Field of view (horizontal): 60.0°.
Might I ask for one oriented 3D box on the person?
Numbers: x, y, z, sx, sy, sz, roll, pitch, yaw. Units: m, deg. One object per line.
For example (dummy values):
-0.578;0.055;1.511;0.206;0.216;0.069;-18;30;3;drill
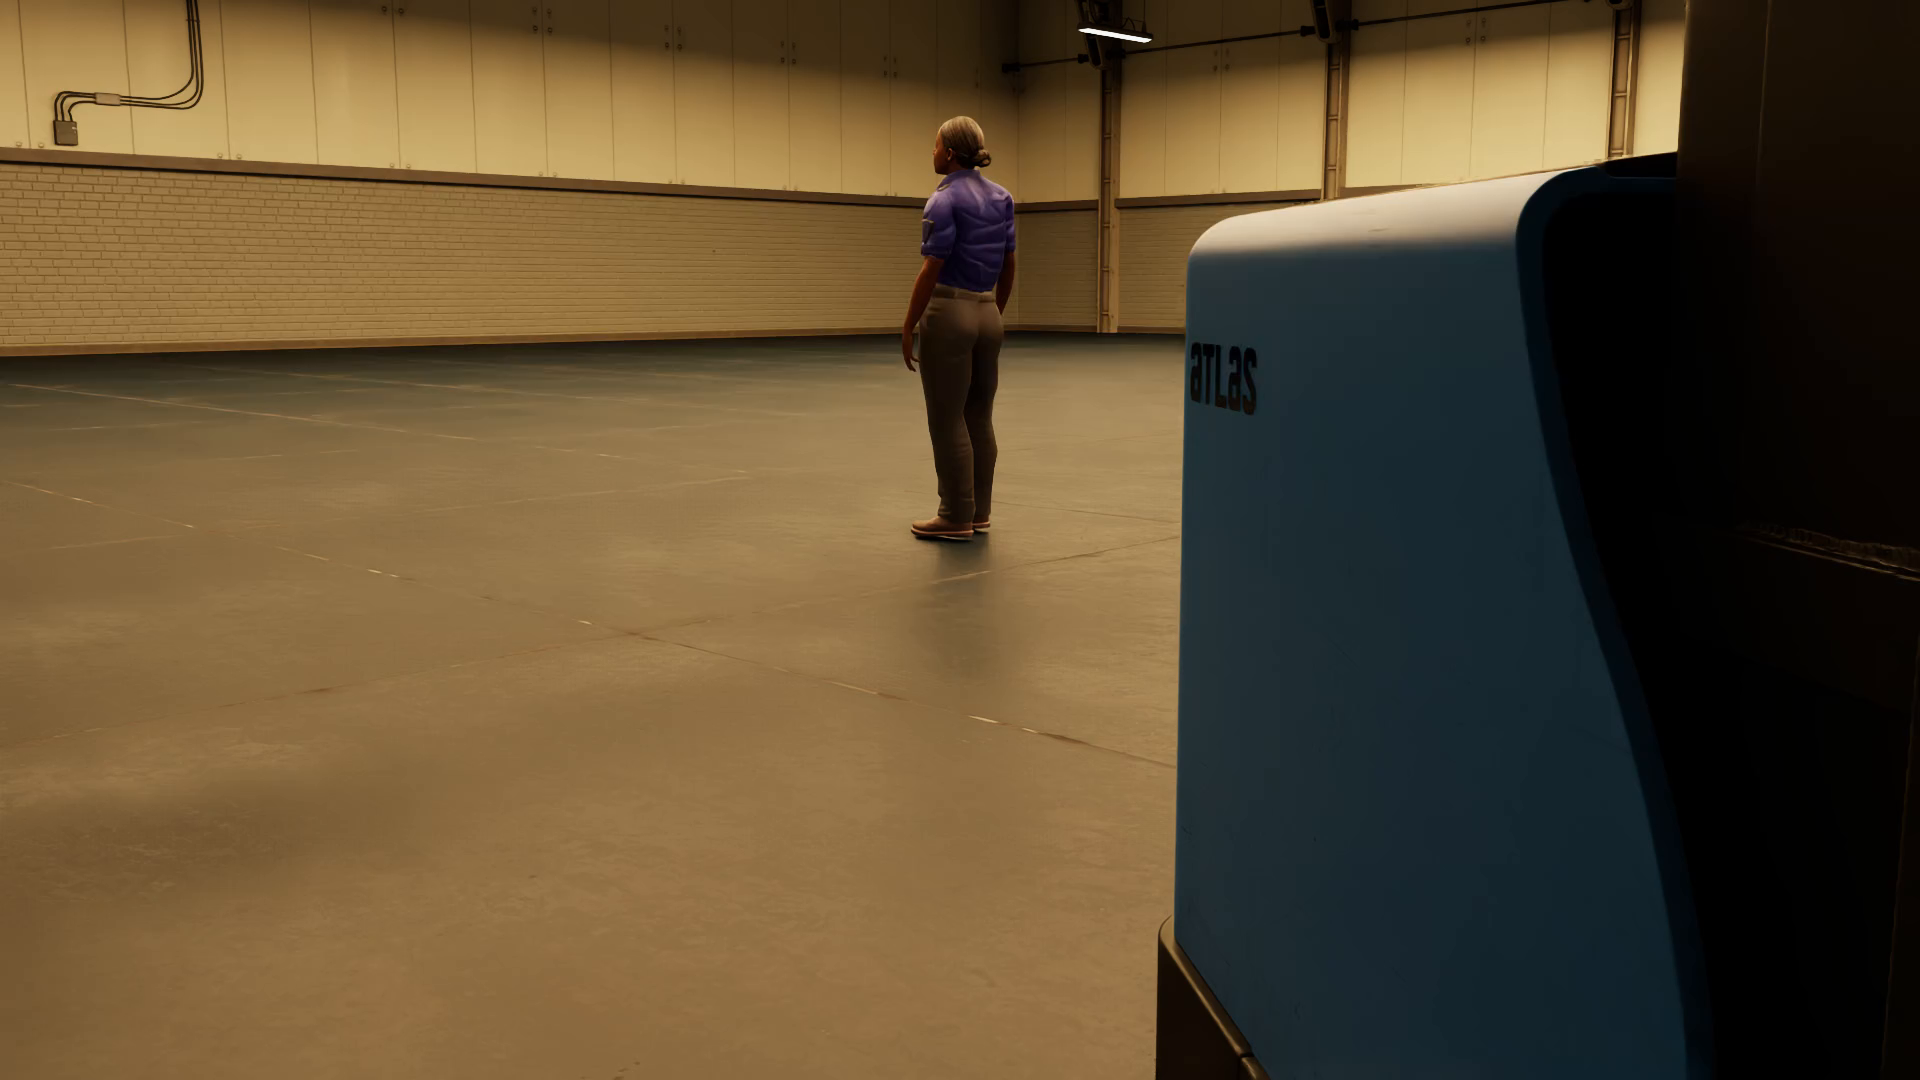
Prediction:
-0.049;-0.836;6.667;0.504;1.654;0.569;8;12;43;person
